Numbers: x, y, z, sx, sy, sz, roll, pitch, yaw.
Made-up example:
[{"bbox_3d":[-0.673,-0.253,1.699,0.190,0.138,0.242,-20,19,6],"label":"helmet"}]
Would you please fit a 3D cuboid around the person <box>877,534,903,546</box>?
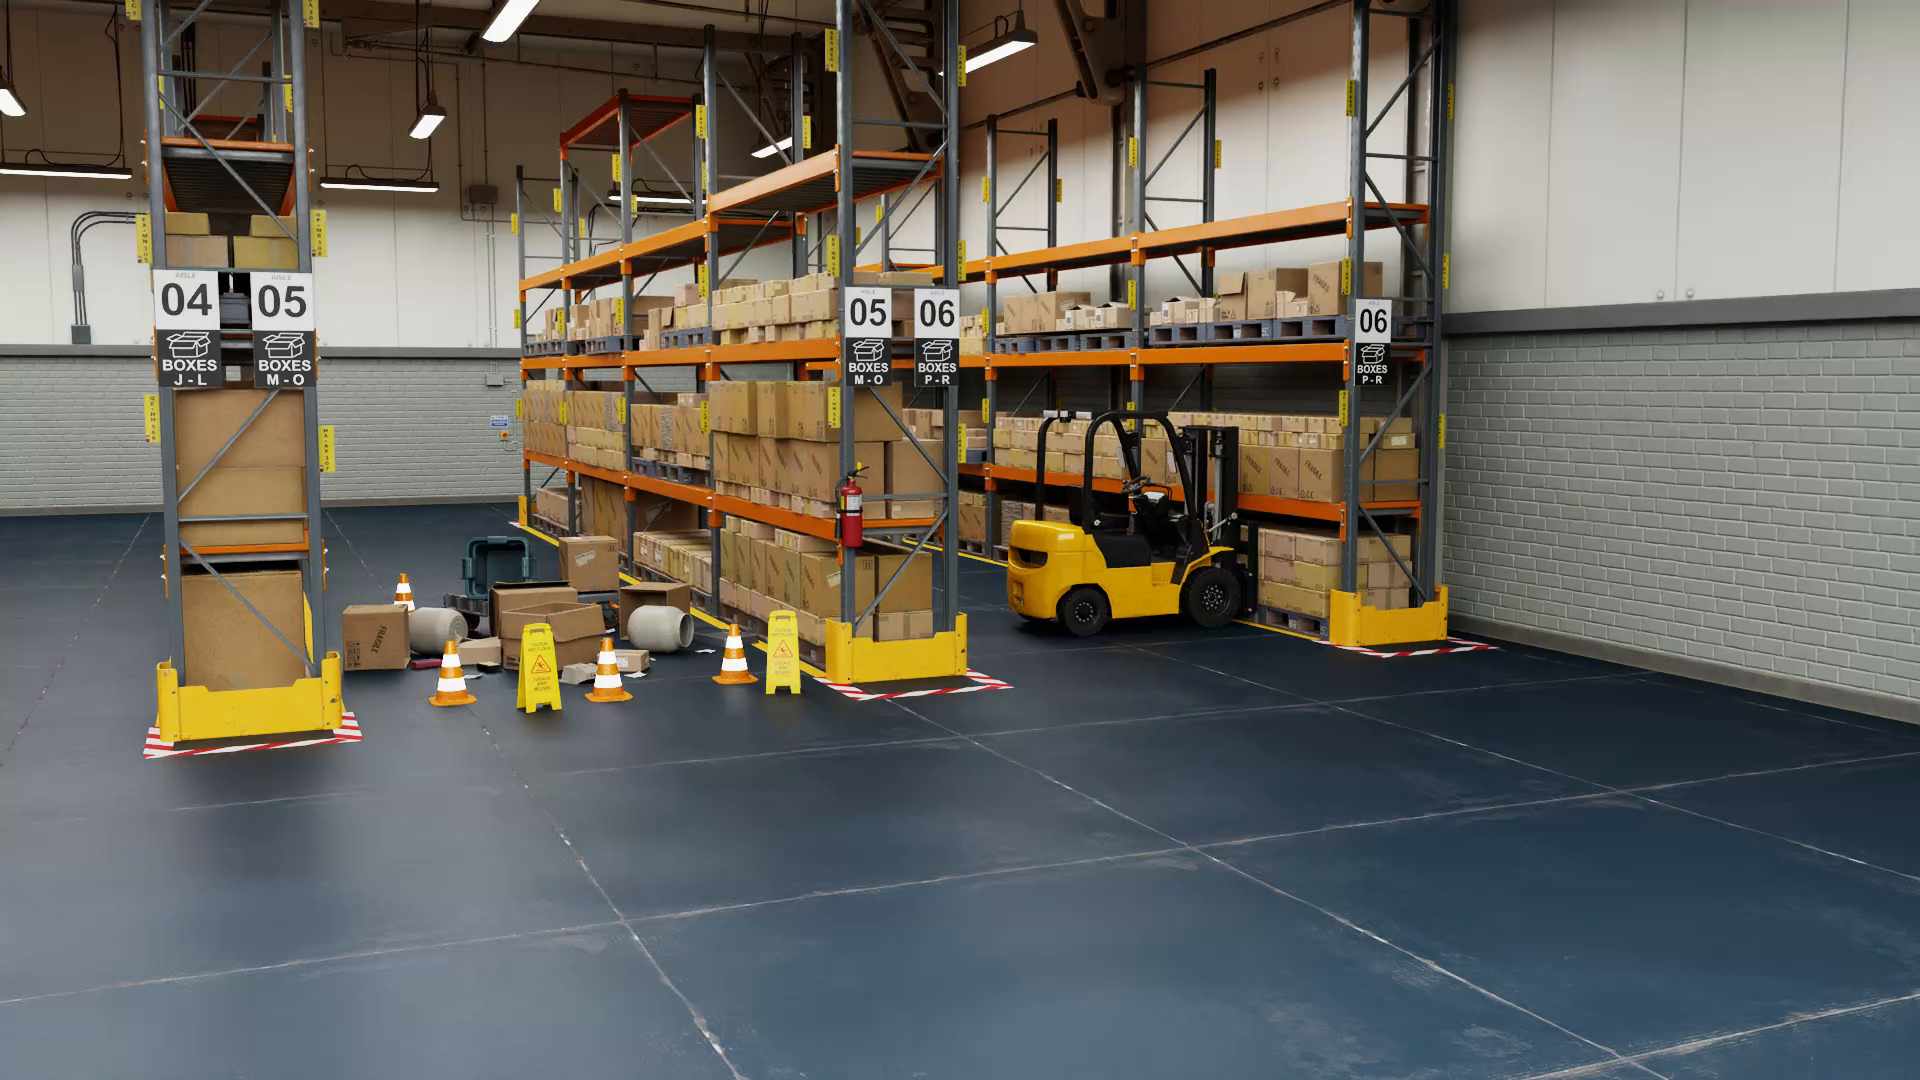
[{"bbox_3d":[-0.842,-0.276,19.829,0.454,1.604,1.068,0,6,3],"label":"person"}]
